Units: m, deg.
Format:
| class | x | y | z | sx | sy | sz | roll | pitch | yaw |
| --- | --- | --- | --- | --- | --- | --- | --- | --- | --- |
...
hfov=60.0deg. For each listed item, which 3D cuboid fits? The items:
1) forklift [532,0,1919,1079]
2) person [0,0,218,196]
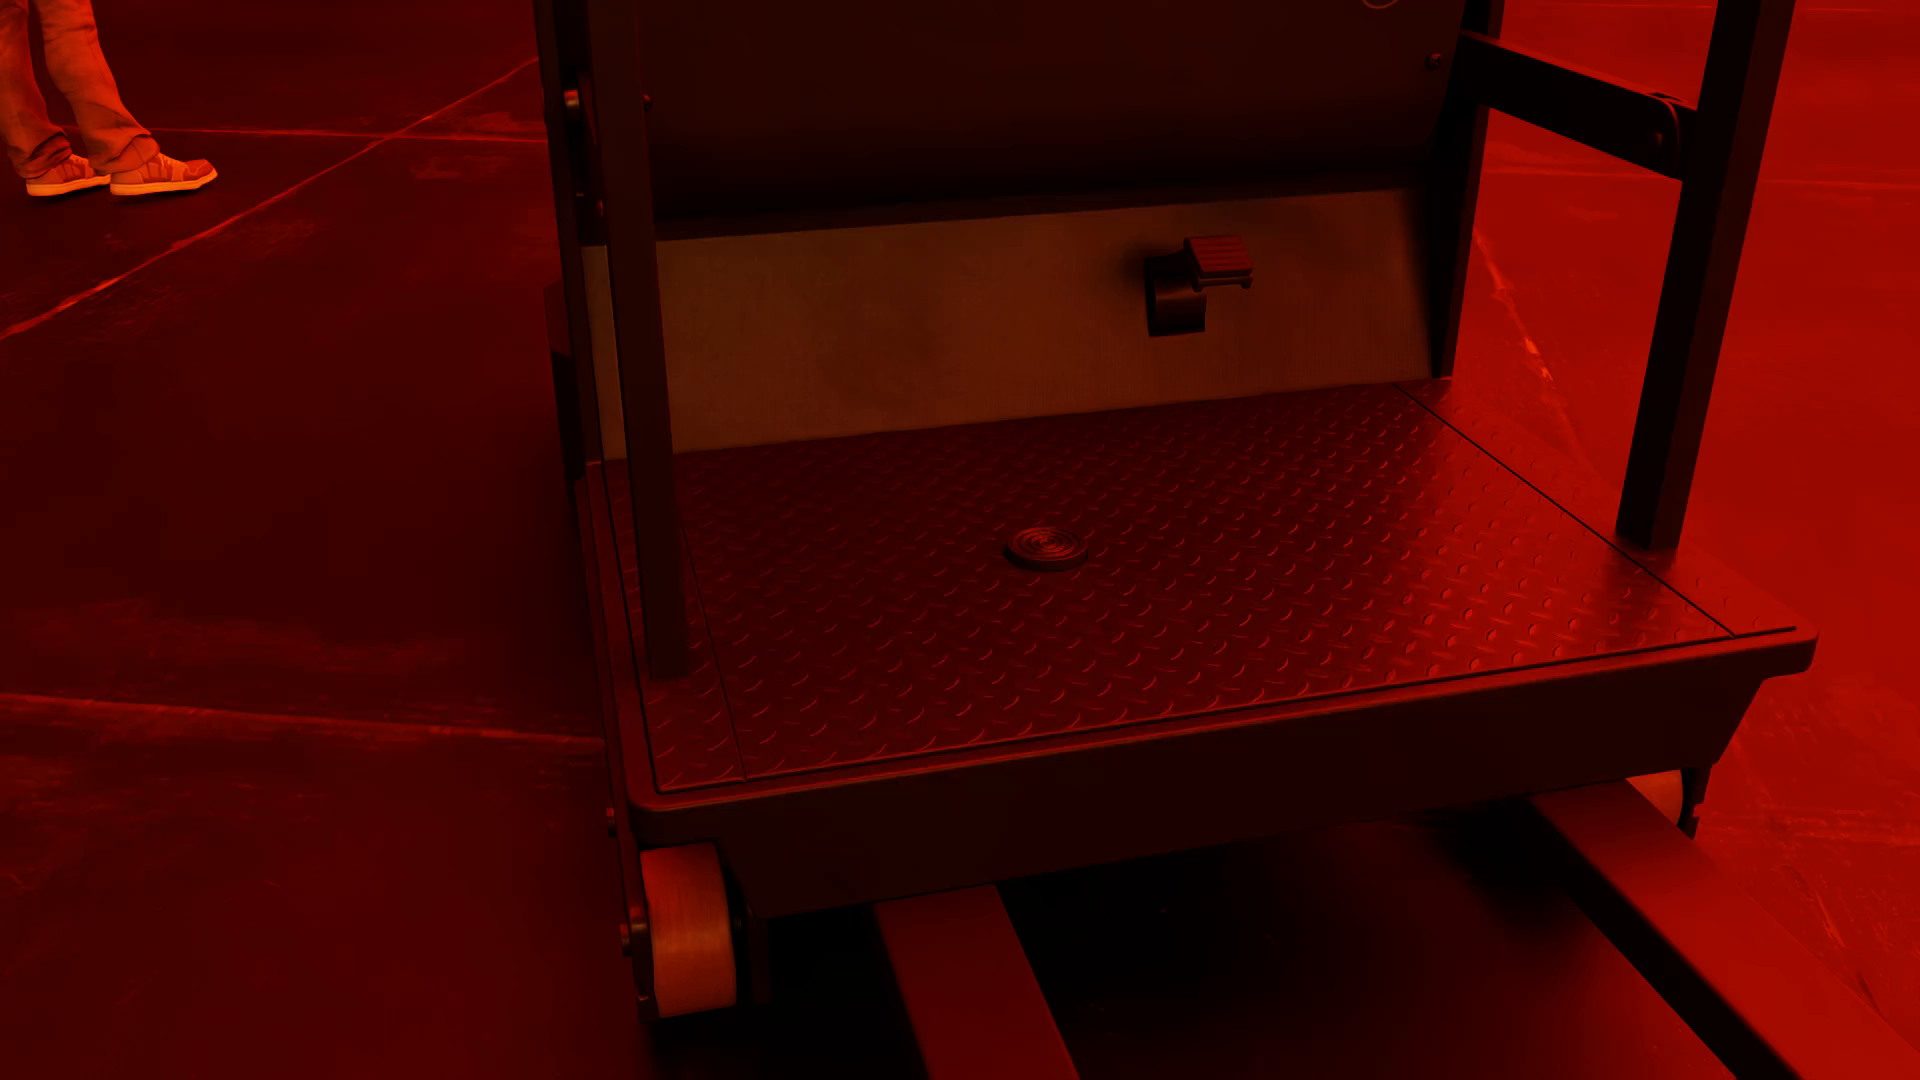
| class | x | y | z | sx | sy | sz | roll | pitch | yaw |
| --- | --- | --- | --- | --- | --- | --- | --- | --- | --- |
| forklift | 0.153 | -1.049 | 1.319 | 1.130 | 2.935 | 3.031 | -7 | 27 | -13 |
| person | -2.261 | -1.614 | 3.932 | 0.519 | 1.596 | 0.477 | 15 | 30 | 27 |
